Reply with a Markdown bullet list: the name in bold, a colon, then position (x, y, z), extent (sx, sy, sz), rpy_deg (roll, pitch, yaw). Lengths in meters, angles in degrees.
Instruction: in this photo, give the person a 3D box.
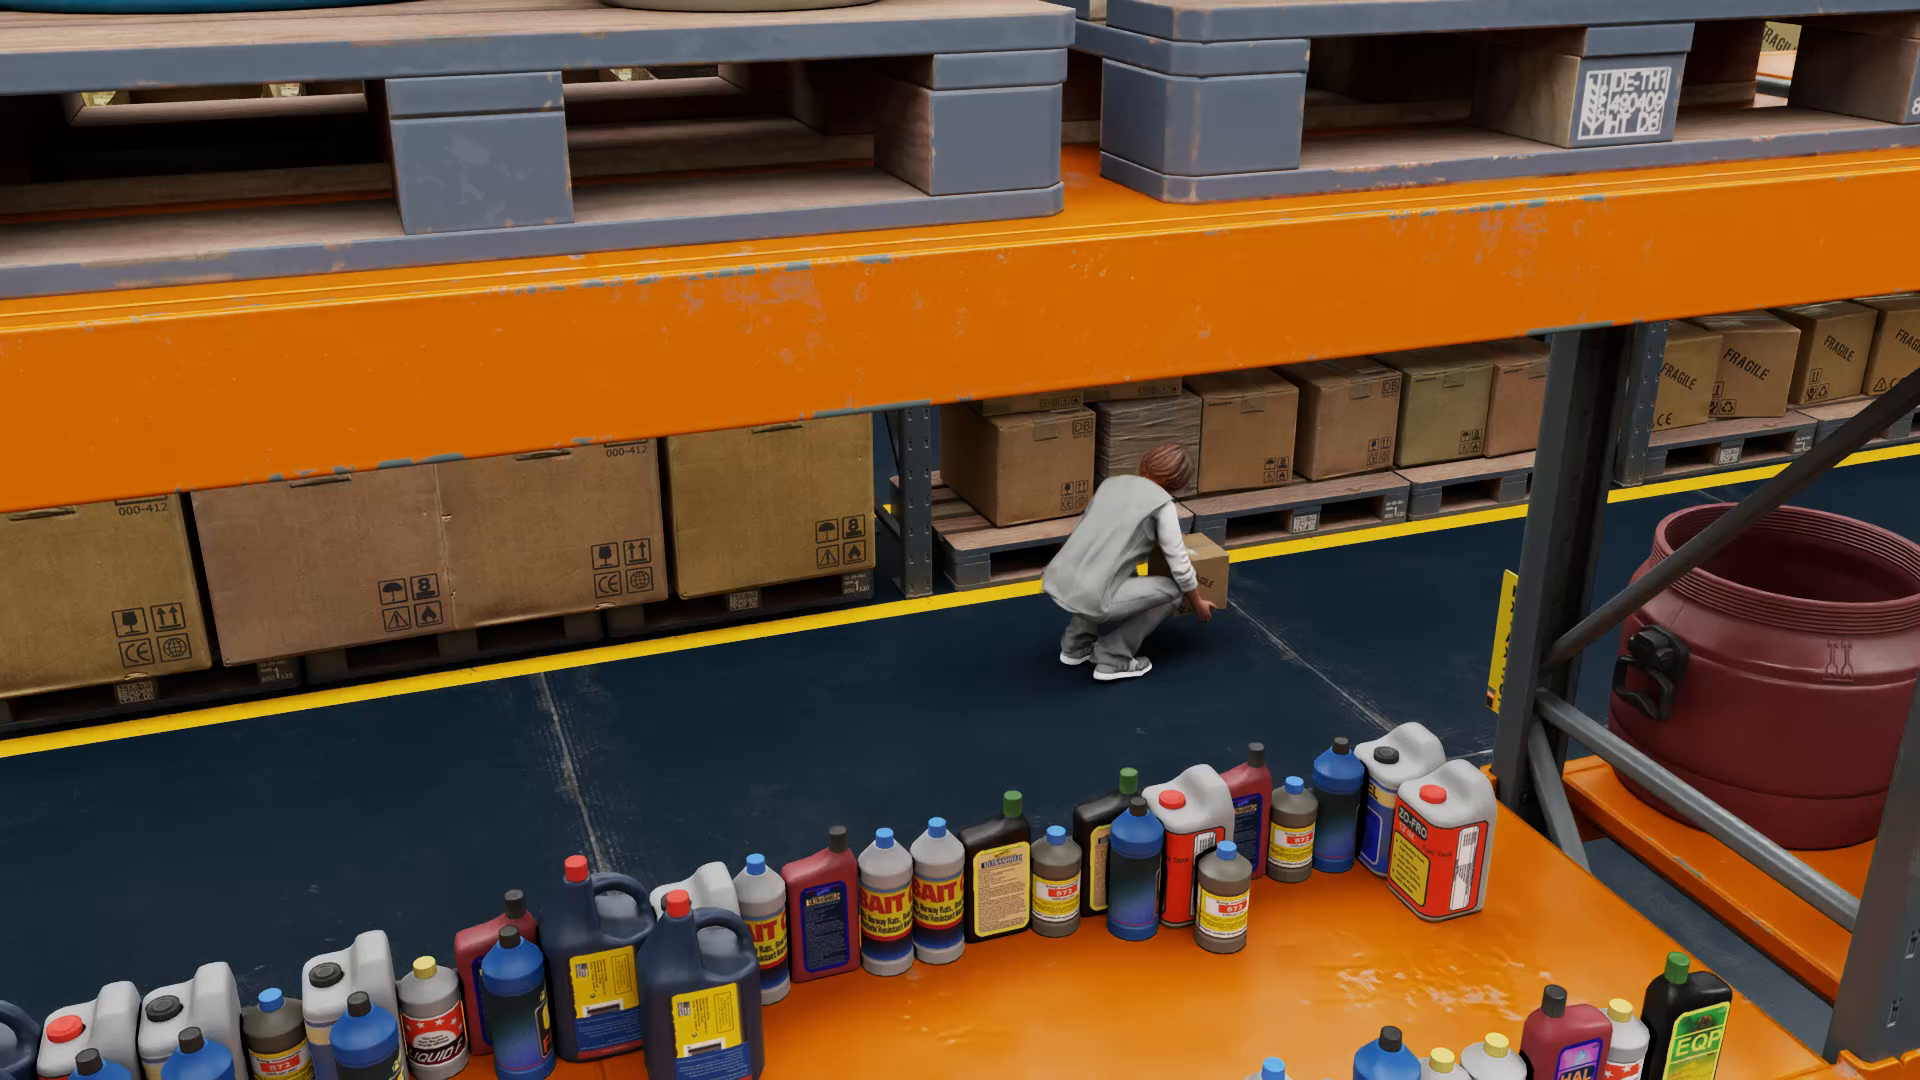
- **person**: position (0.699, 0.100, 6.788), extent (0.807, 0.894, 0.453), rpy_deg (-14, 27, -30)
